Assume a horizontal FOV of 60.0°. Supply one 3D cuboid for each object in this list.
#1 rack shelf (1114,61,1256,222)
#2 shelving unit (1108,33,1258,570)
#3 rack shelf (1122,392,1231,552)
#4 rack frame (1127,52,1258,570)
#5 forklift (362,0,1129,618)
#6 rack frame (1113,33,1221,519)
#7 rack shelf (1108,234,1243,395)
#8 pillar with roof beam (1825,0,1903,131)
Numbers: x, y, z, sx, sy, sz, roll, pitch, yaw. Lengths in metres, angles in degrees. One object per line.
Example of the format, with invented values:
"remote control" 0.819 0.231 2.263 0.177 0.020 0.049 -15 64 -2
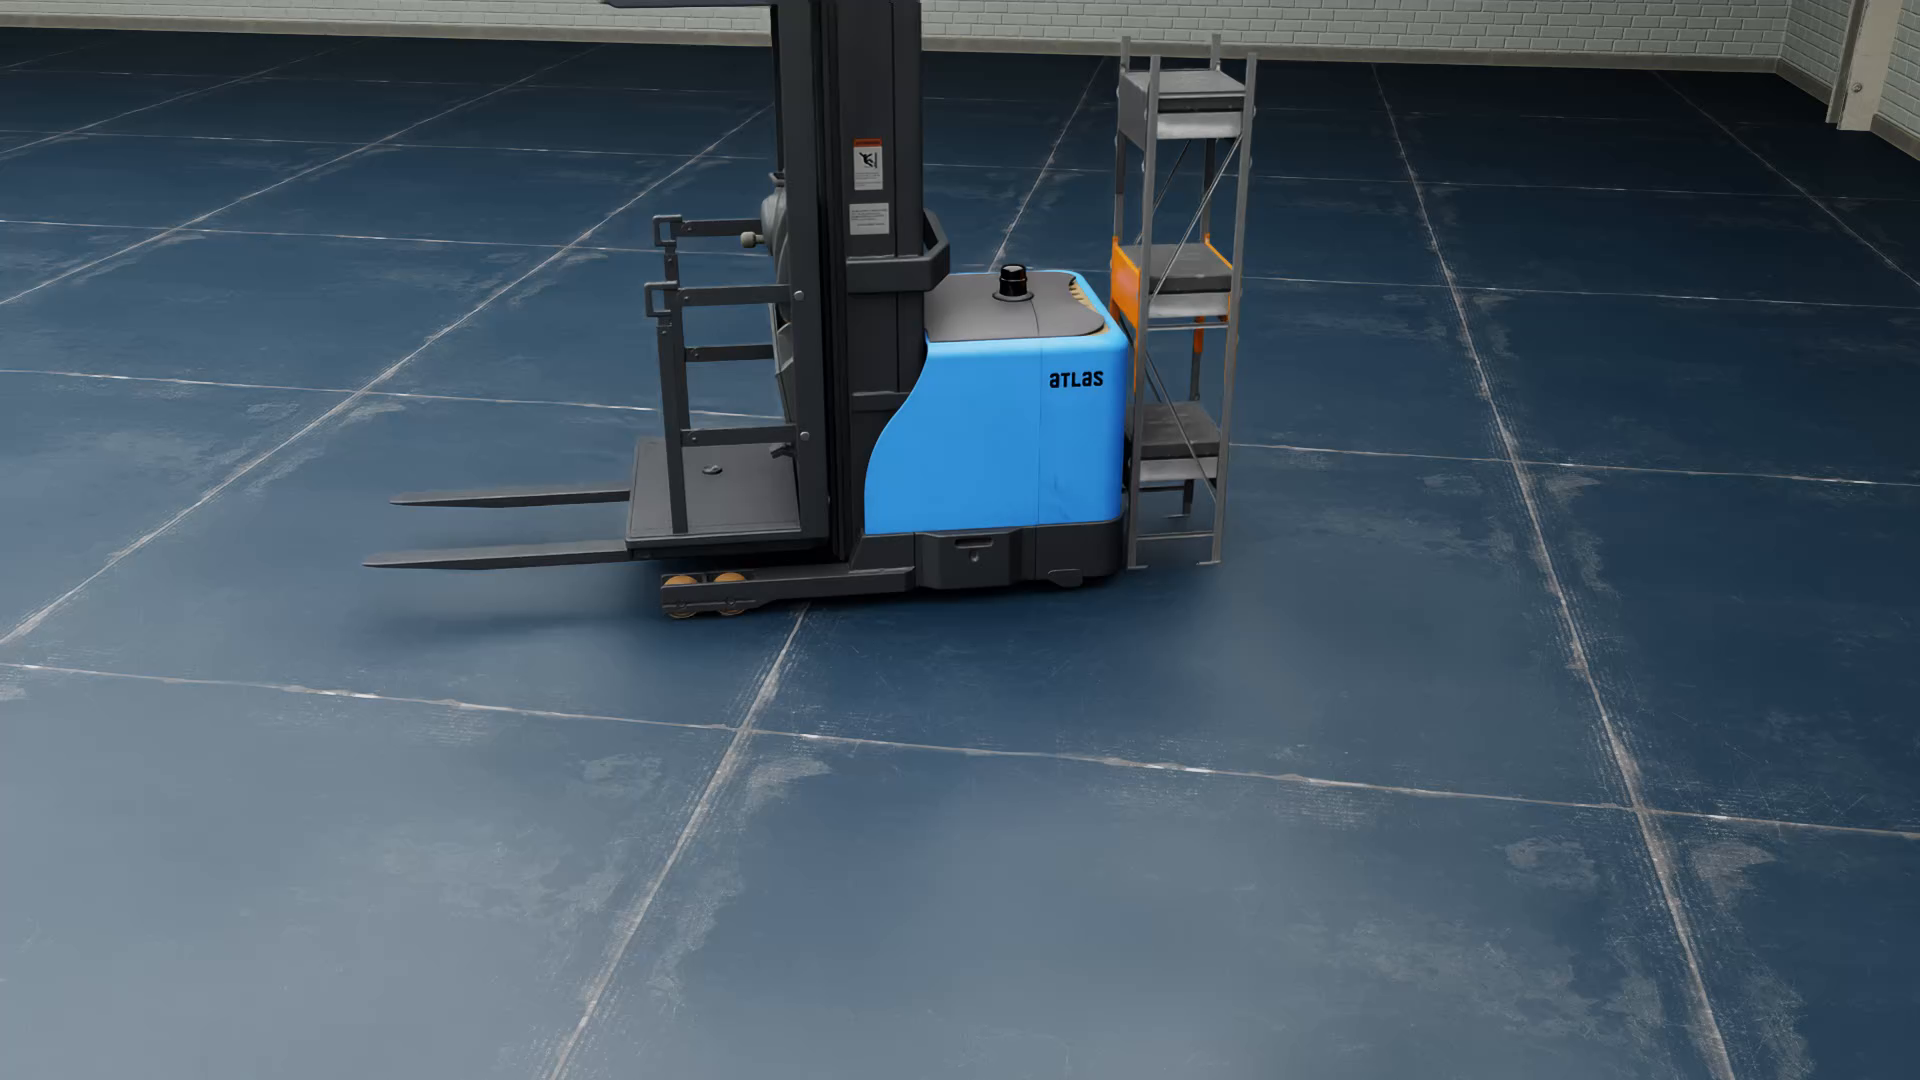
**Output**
"rack shelf" 0.867 -1.563 6.492 0.431 0.518 0.480 -3 25 -7
"shelving unit" 0.867 -0.941 6.783 0.431 2.100 0.503 -3 25 -7
"rack shelf" 0.867 -0.295 7.086 0.431 0.518 0.480 -3 25 -7
"rack frame" 0.899 -0.838 6.564 0.400 2.100 0.015 -3 25 -7
"forklift" -0.890 -1.256 6.475 3.031 2.935 1.130 -3 25 -7
"rack frame" 0.834 -1.043 7.002 0.400 2.100 0.015 -3 25 -7
"rack shelf" 0.867 -0.929 6.789 0.431 0.518 0.480 -3 25 -7
"pillar with roof beam" 4.035 -8.229 14.216 9.100 9.000 0.400 4 25 9
